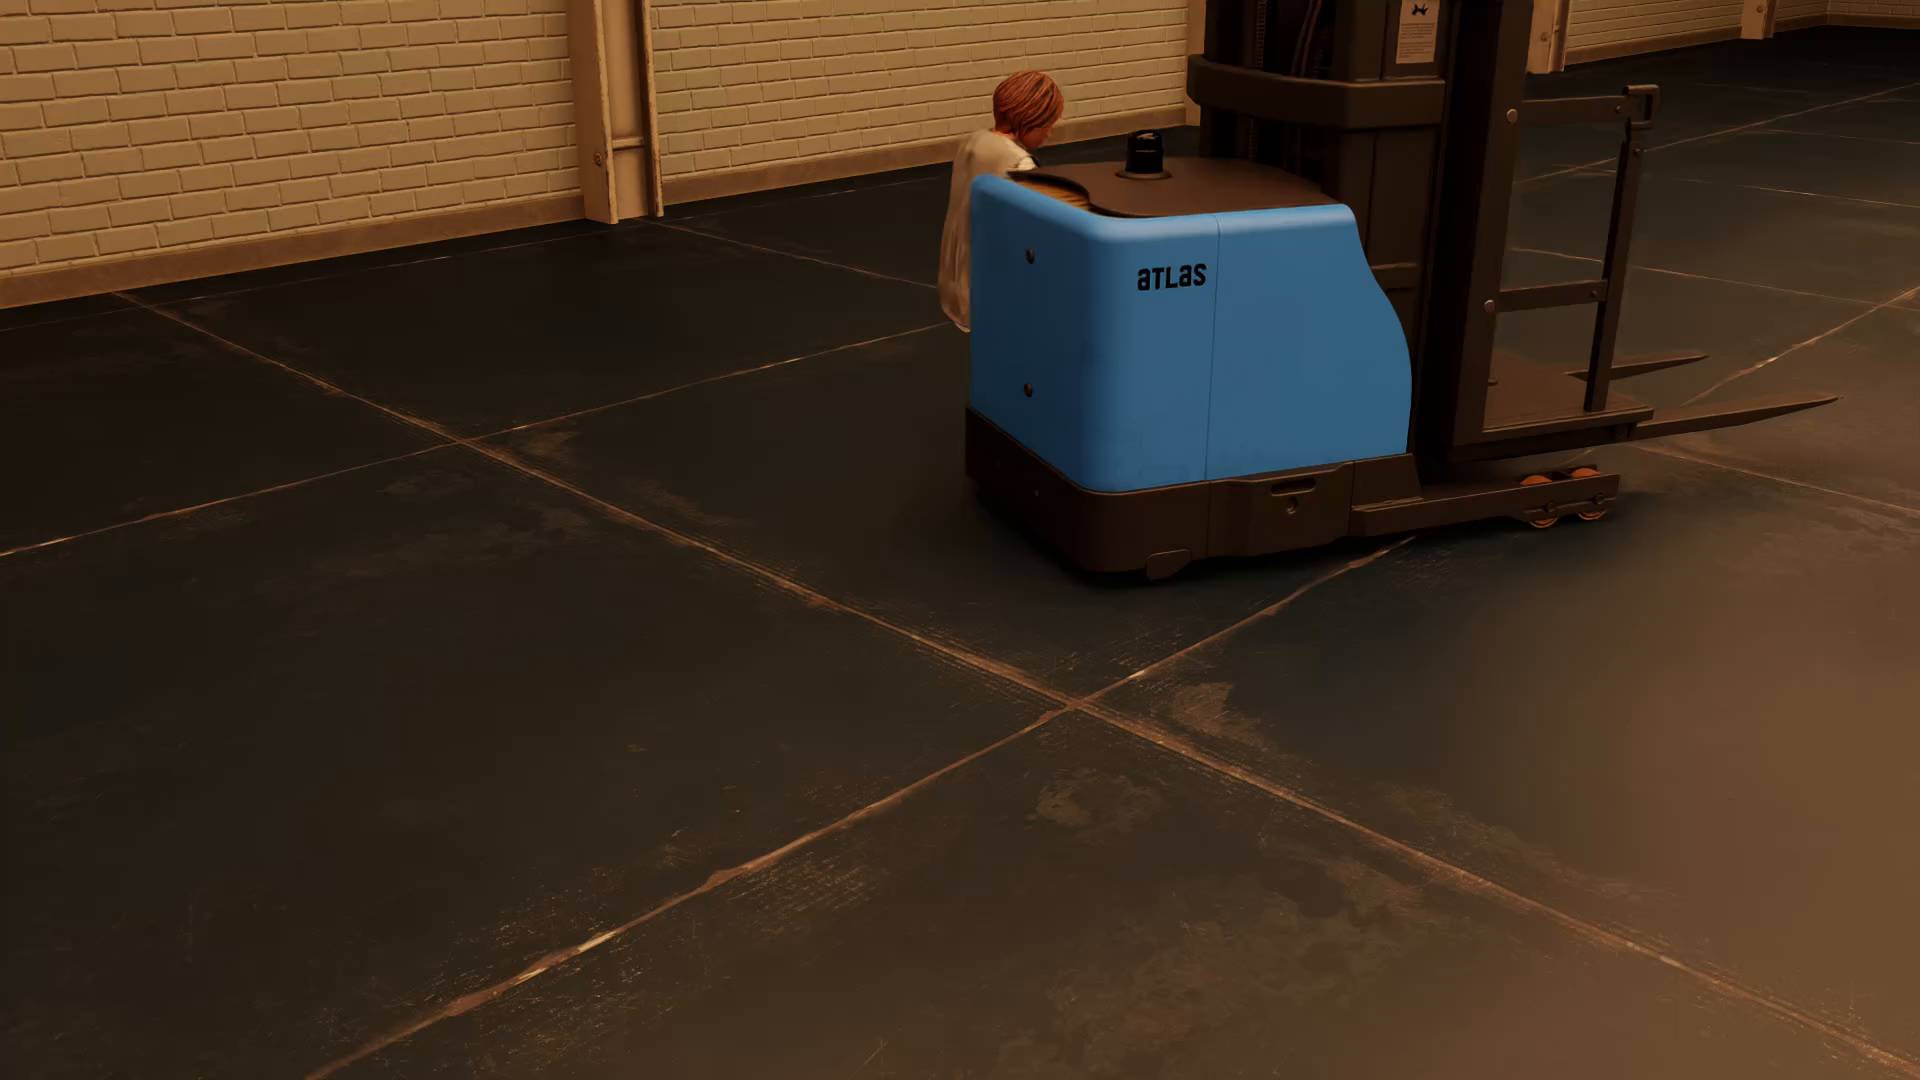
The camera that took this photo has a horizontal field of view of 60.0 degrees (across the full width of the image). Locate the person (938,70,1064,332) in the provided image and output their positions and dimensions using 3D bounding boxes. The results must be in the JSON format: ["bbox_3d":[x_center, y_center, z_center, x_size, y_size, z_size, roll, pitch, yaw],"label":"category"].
[{"bbox_3d":[0.283,-0.848,5.537,0.672,1.360,0.879,-8,23,-19],"label":"person"}]

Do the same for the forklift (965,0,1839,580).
[{"bbox_3d":[1.587,-1.573,5.213,3.031,2.935,1.130,-8,23,-20],"label":"forklift"}]
